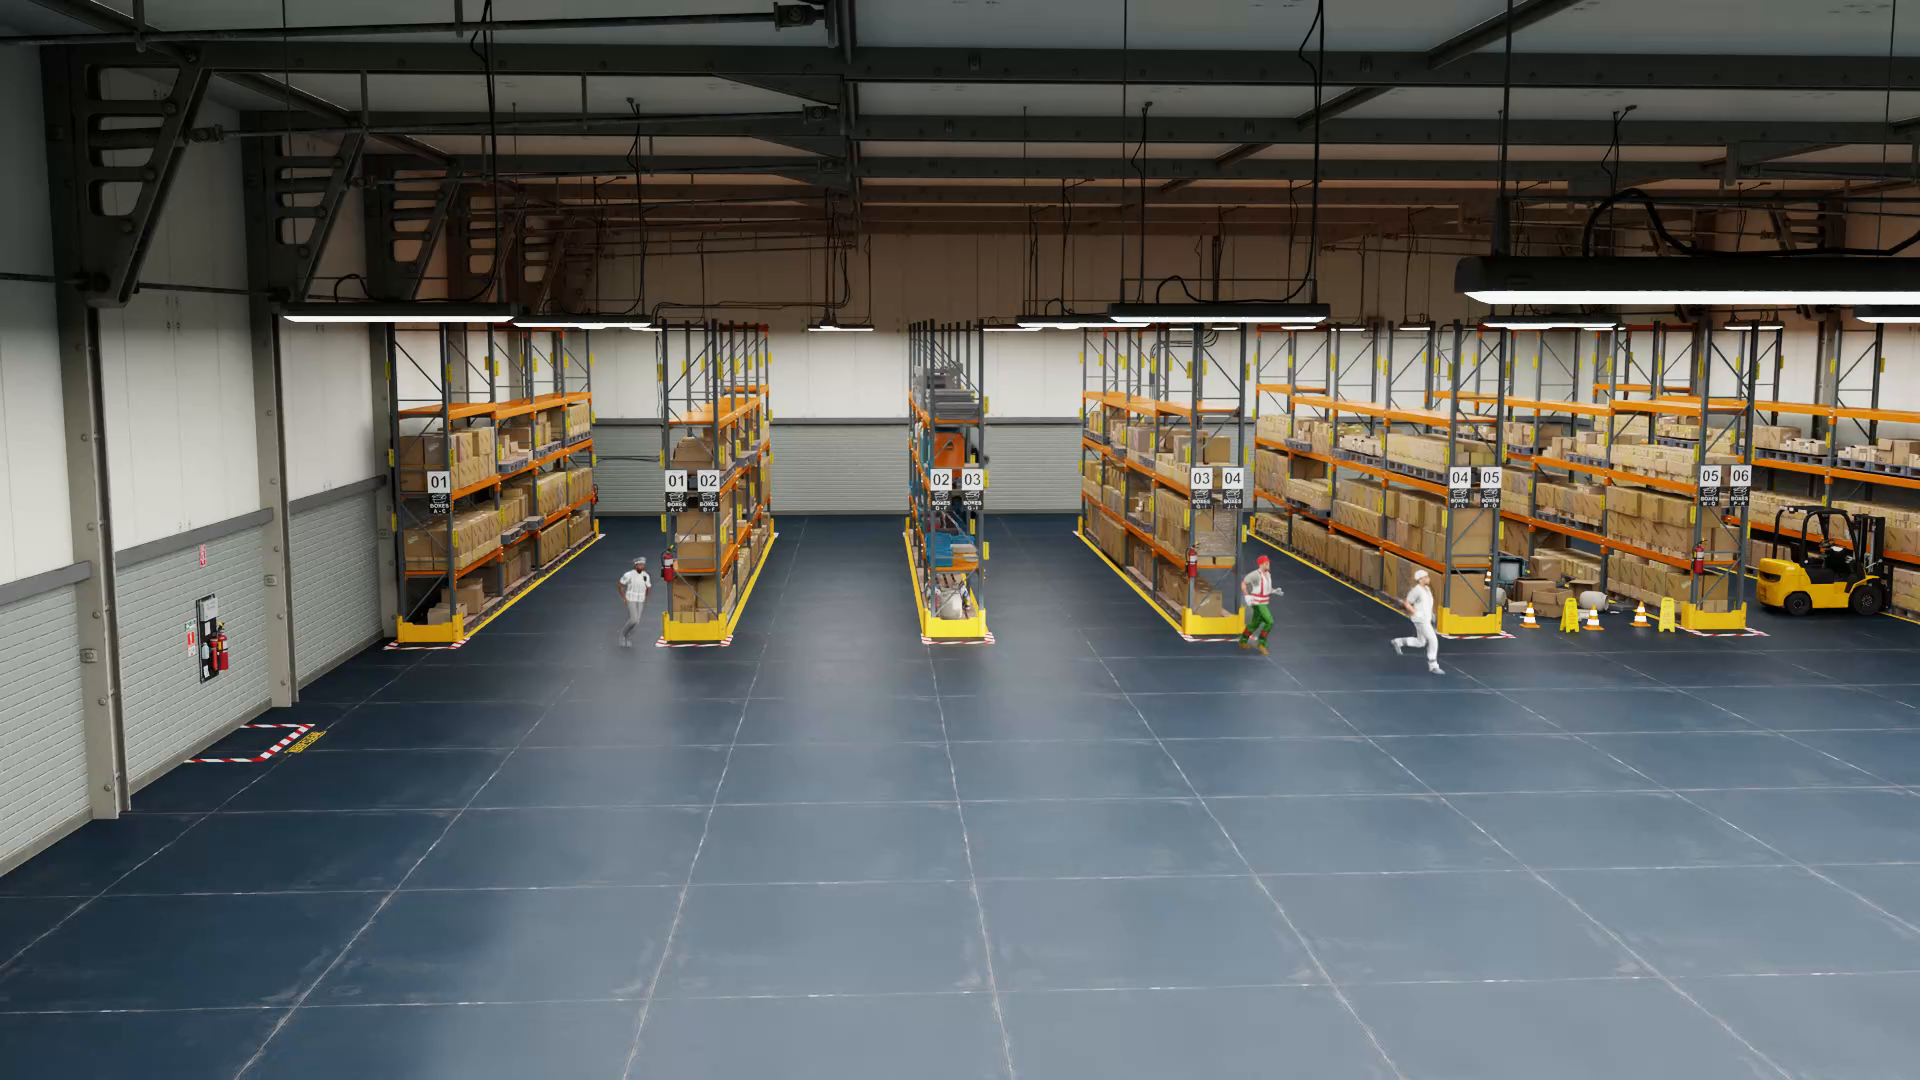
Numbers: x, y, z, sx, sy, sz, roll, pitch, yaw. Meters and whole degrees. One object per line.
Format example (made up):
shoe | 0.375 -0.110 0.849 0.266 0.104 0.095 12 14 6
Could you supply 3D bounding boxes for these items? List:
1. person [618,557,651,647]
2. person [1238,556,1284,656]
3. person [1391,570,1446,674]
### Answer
person | -5.955 1.135 30.567 0.629 1.638 0.540 -6 9 -38
person | 5.385 1.169 29.884 0.860 1.804 0.569 5 9 35
person | 7.835 1.381 28.366 0.969 1.758 0.615 4 8 30
